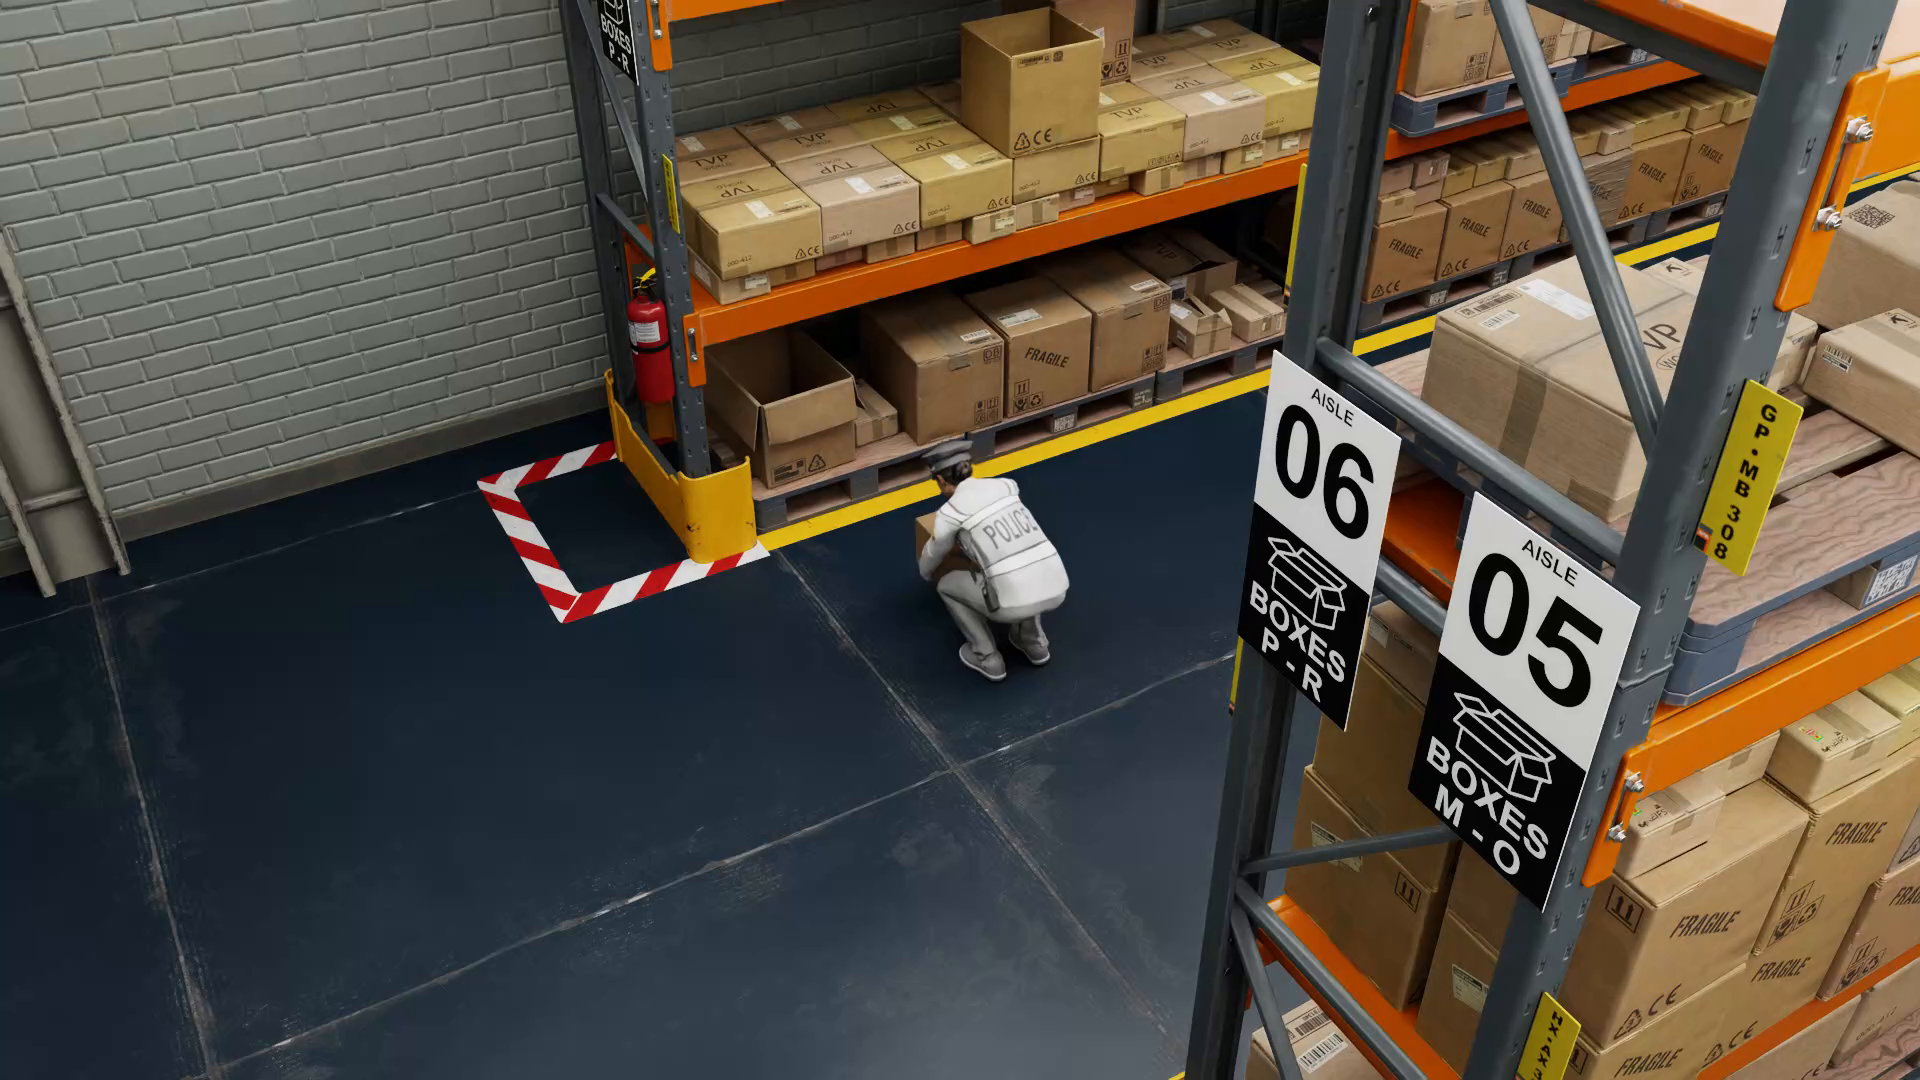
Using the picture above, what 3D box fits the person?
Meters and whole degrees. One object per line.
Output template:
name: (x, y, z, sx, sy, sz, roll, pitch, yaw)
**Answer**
person: (0.128, 0.079, 7.402, 0.462, 0.979, 0.857, -20, 42, -25)
